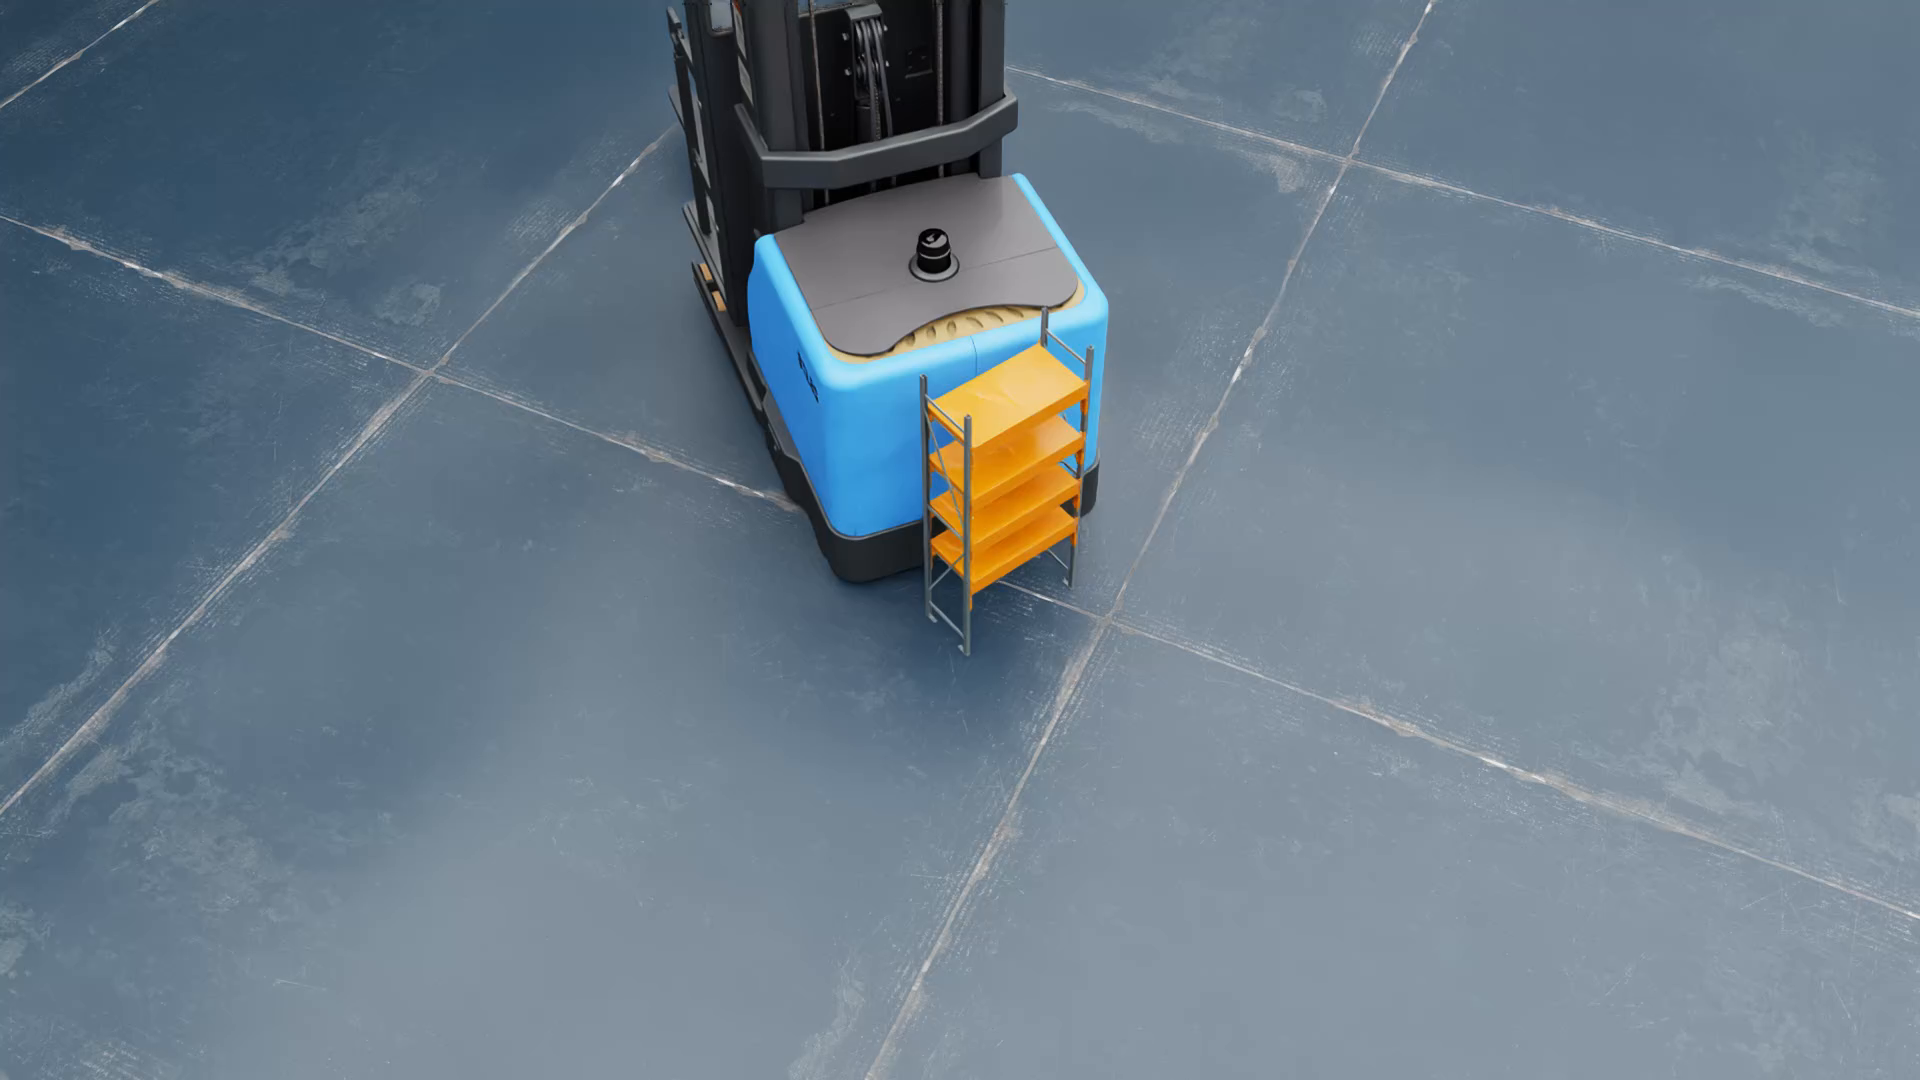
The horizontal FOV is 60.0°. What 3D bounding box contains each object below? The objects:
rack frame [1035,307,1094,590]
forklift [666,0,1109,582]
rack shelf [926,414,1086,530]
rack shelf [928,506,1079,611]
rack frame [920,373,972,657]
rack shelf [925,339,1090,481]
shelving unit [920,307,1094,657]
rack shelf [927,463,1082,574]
[{"bbox_3d":[0.340,-0.279,5.700,0.015,1.200,0.240,-31,56,-24],"label":"rack frame"},{"bbox_3d":[-0.494,-1.945,5.981,1.130,2.935,3.031,-17,52,-14],"label":"forklift"},{"bbox_3d":[0.148,-0.266,5.483,0.480,0.148,0.258,-31,56,-24],"label":"rack shelf"},{"bbox_3d":[0.148,0.008,5.804,0.480,0.148,0.258,-31,56,-24],"label":"rack shelf"},{"bbox_3d":[-0.044,-0.050,5.504,0.015,1.200,0.240,-31,56,-24],"label":"rack frame"},{"bbox_3d":[0.148,-0.419,5.303,0.480,0.148,0.258,-31,56,-24],"label":"rack shelf"},{"bbox_3d":[0.148,-0.164,5.602,0.503,1.200,0.258,-31,56,-24],"label":"shelving unit"},{"bbox_3d":[0.148,-0.121,5.653,0.480,0.148,0.258,-31,56,-24],"label":"rack shelf"}]
